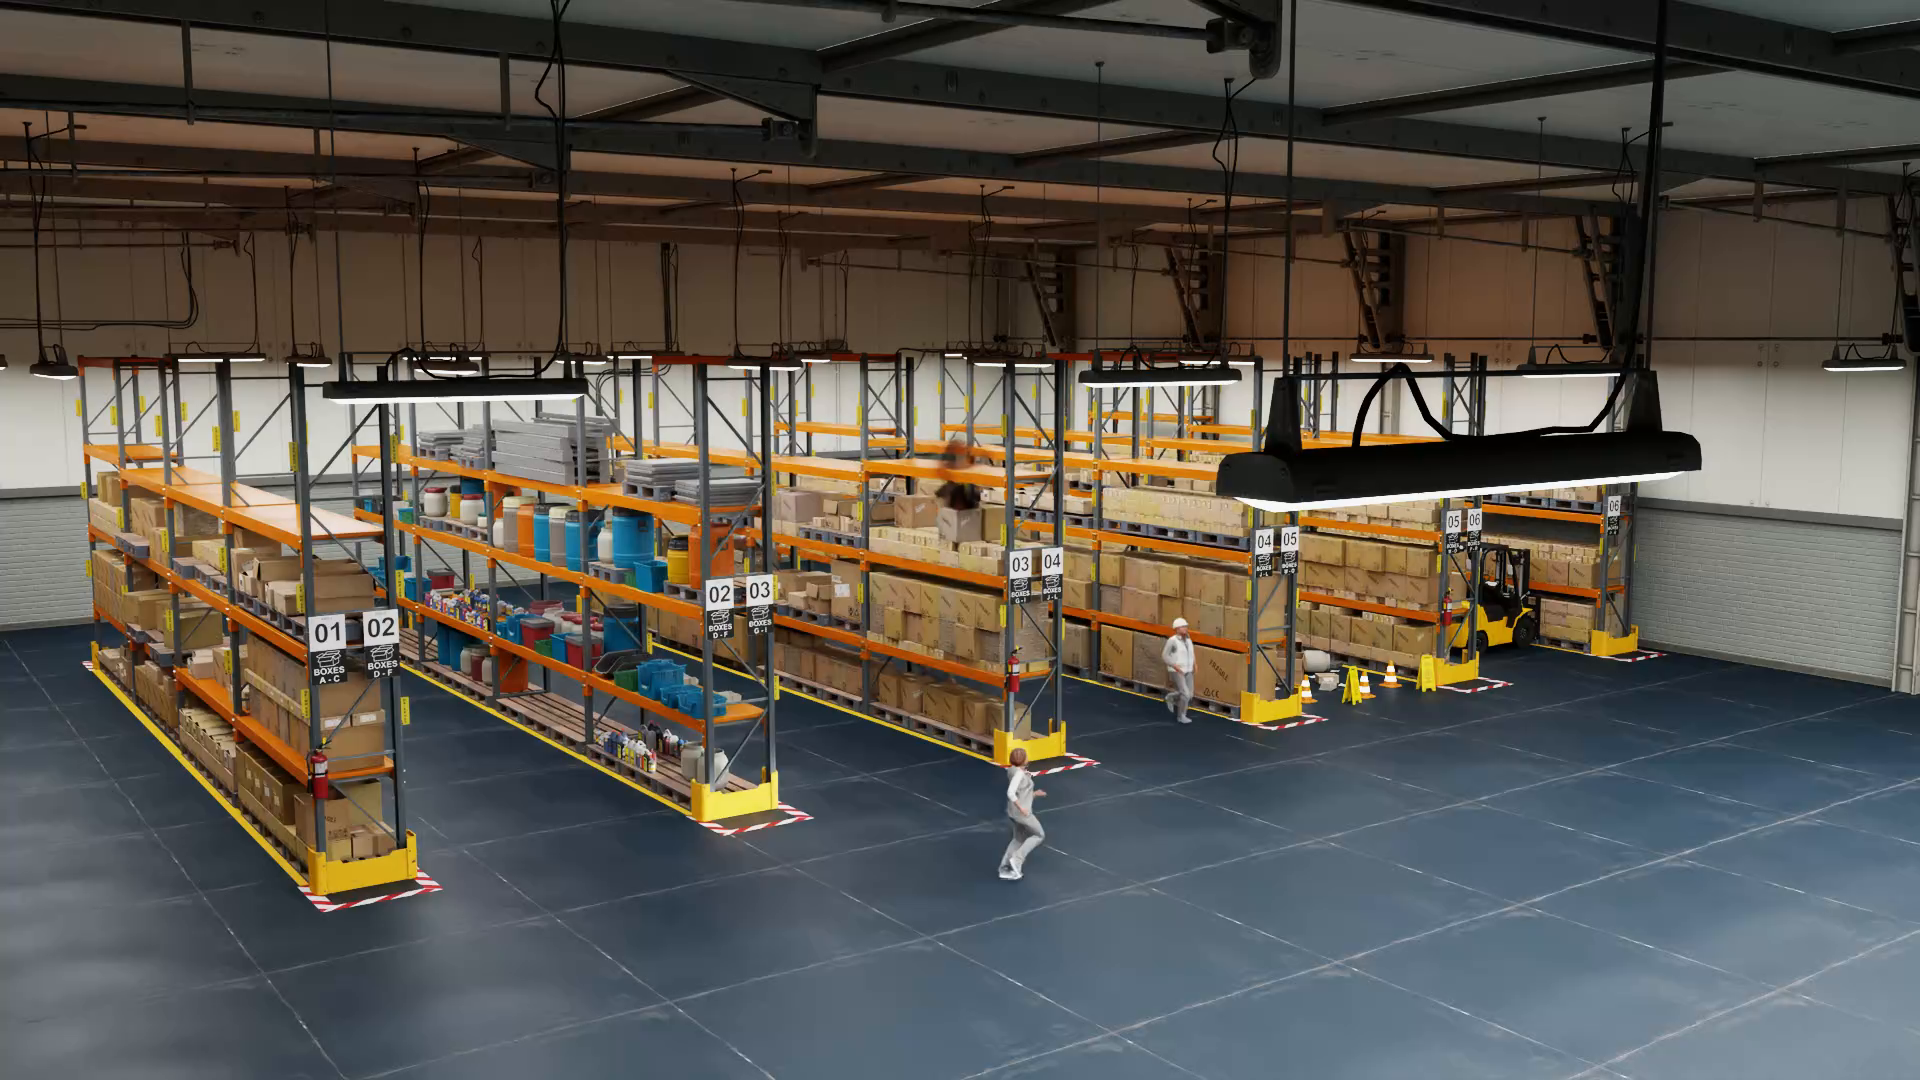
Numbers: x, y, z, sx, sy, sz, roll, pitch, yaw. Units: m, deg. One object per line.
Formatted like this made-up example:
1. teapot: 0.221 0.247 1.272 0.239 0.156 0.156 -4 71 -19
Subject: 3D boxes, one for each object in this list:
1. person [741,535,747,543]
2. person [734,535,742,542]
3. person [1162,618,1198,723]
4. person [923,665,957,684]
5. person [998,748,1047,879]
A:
1. person: -5.055 0.716 39.014 0.742 1.754 0.981 -3 8 -23
2. person: -5.372 0.584 40.418 0.727 1.700 0.588 2 7 15
3. person: 3.607 2.142 27.490 0.688 1.726 0.669 -6 9 -39
4. person: -0.364 1.807 30.769 0.839 1.666 0.594 7 10 43
5. person: 0.745 3.197 19.439 0.584 1.556 0.515 -2 7 -17
